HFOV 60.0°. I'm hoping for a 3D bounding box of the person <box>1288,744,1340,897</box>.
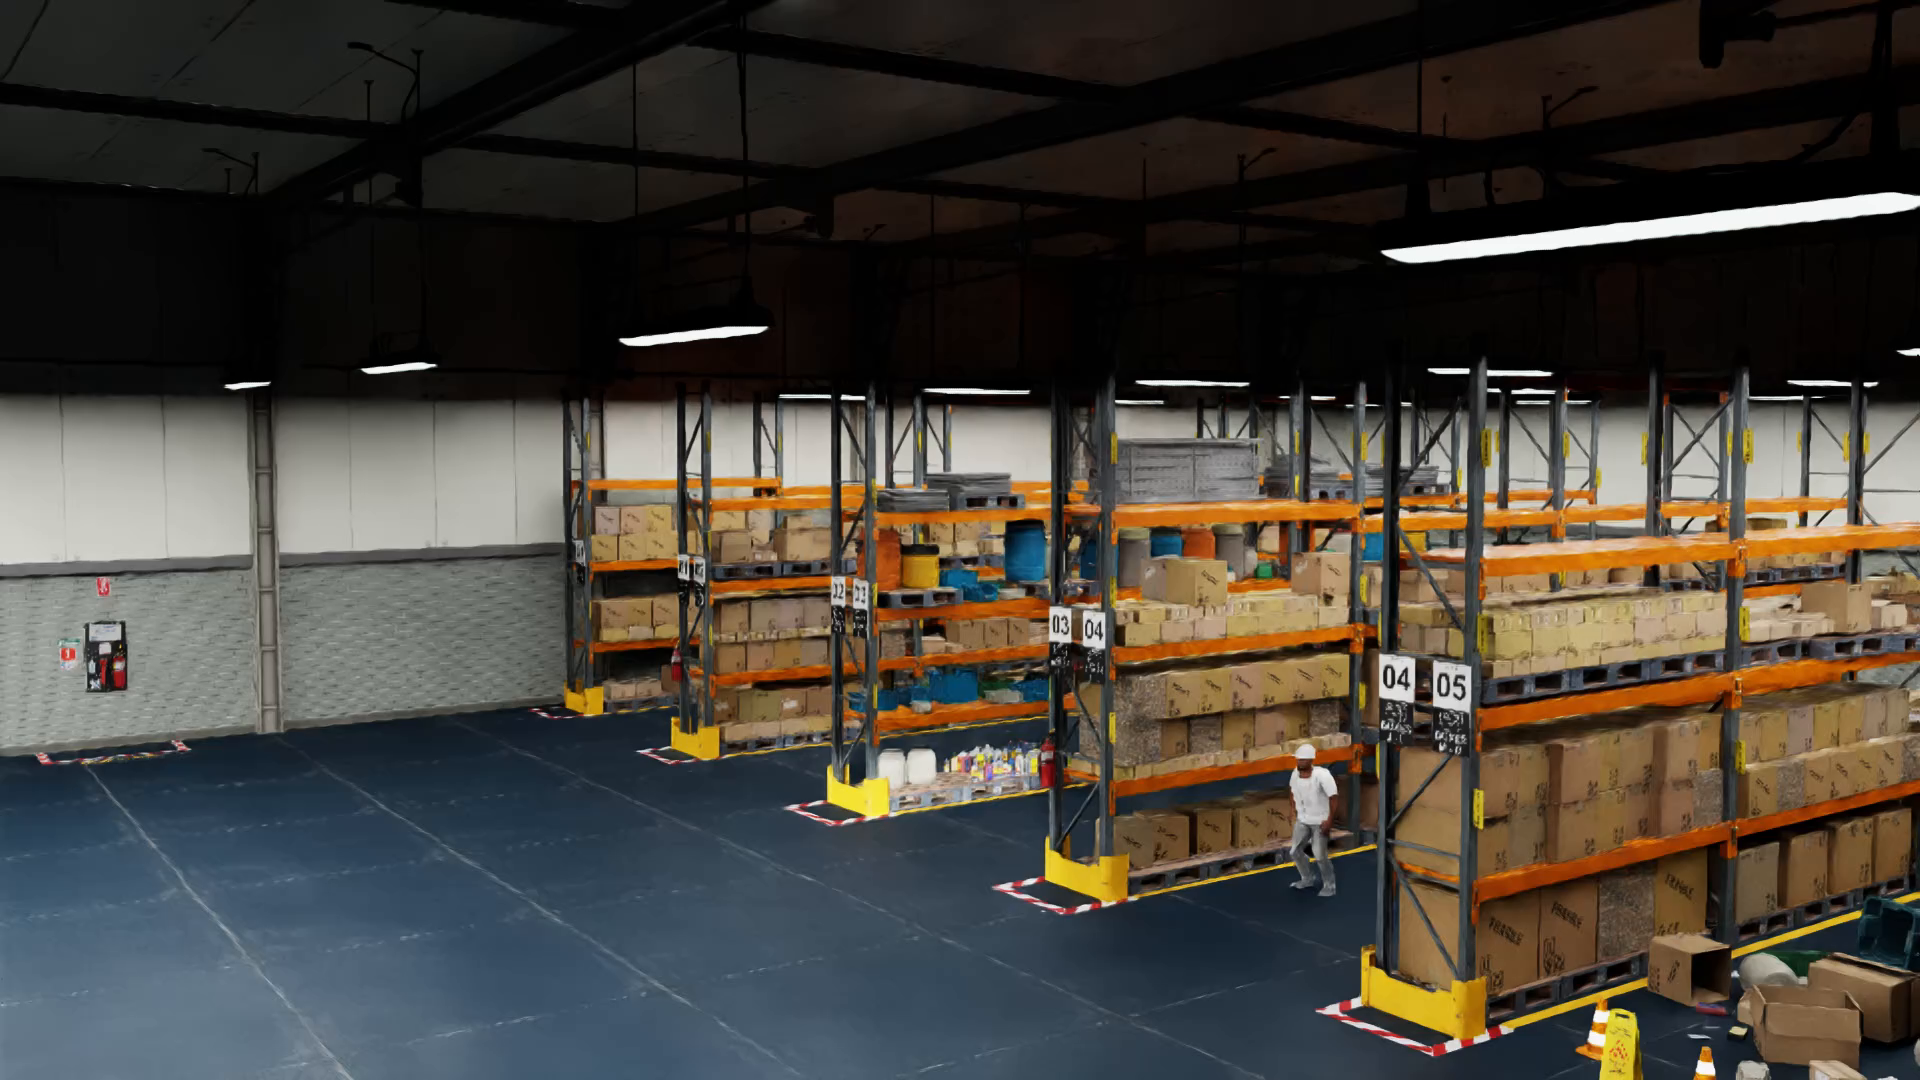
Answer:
[{"bbox_3d":[3.927,3.122,18.585,0.578,1.714,0.719,-3,5,-36],"label":"person"}]
